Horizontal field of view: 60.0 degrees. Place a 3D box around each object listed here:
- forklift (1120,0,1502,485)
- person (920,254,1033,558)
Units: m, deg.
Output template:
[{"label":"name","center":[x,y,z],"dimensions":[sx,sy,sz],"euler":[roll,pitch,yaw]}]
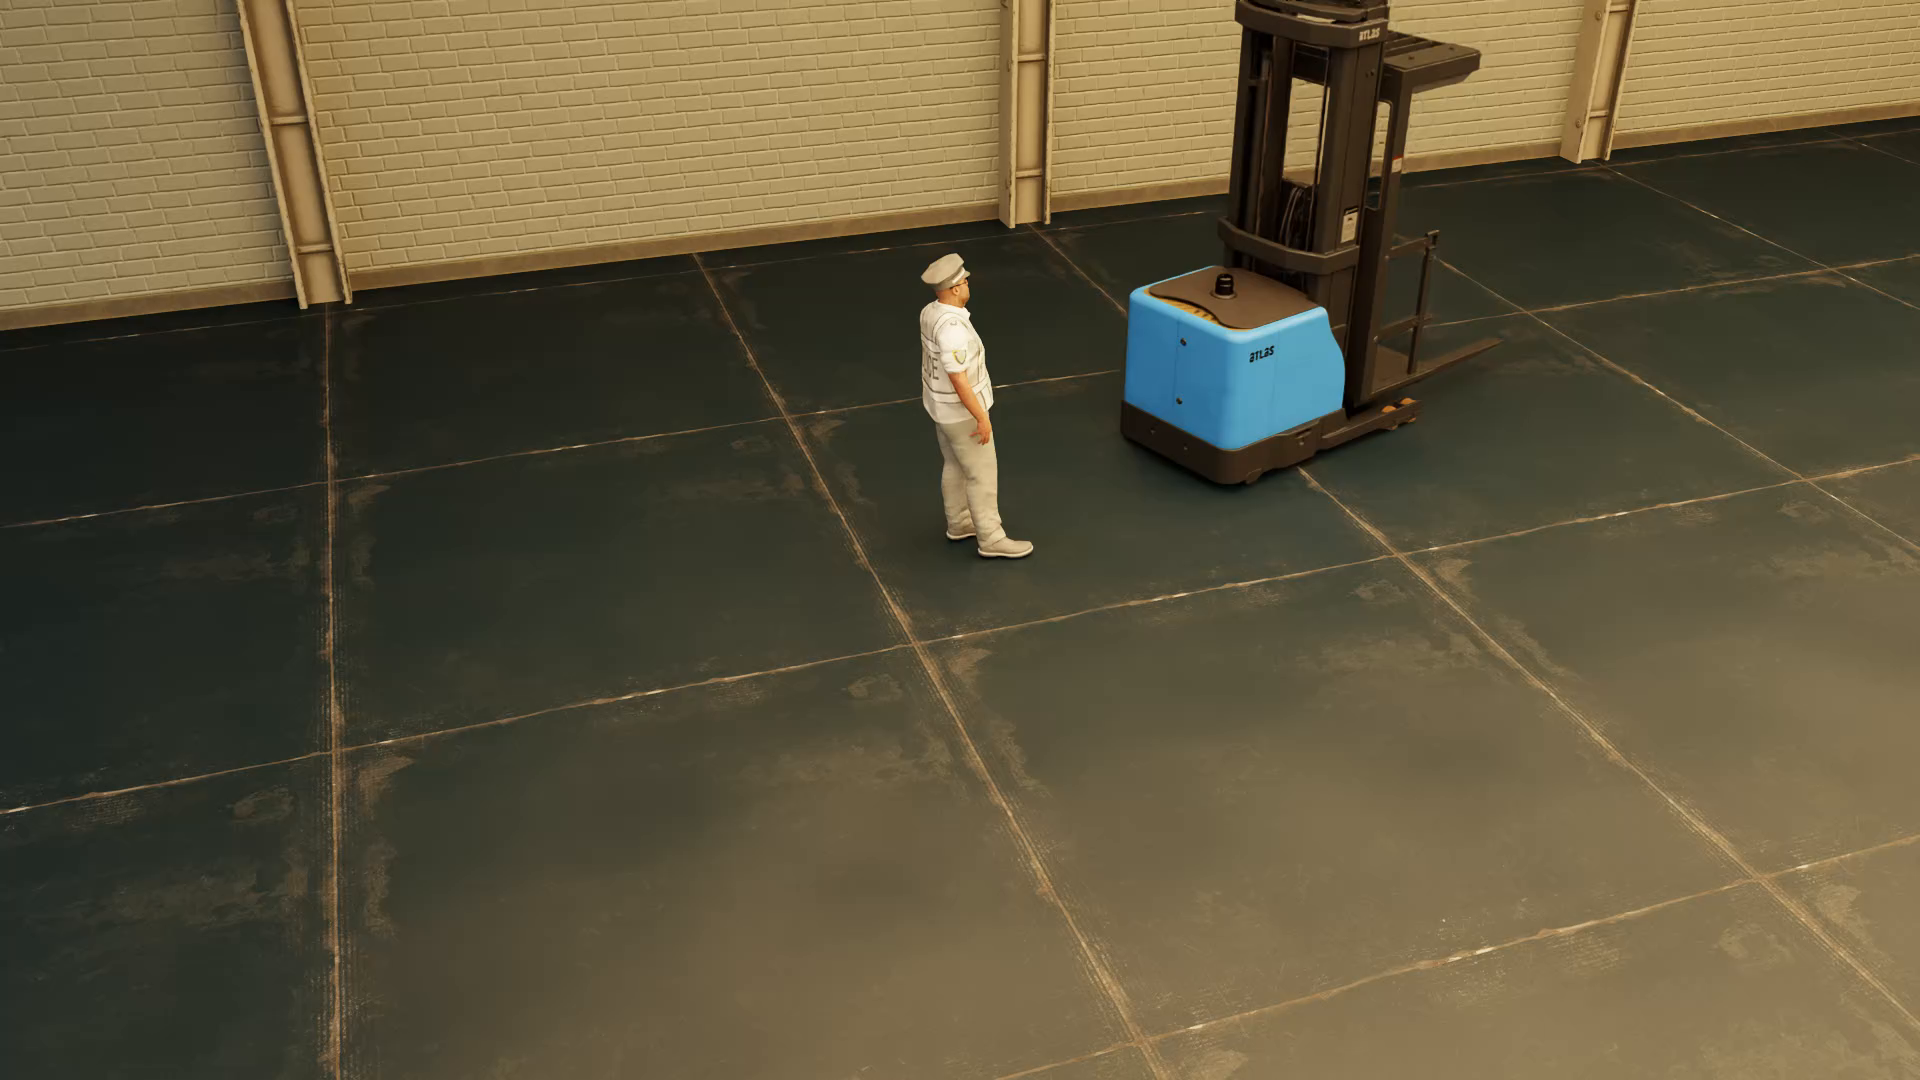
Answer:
[{"label":"forklift","center":[2.549,-2.204,10.917],"dimensions":[3.031,2.935,1.130],"euler":[-21,36,-32]},{"label":"person","center":[0.078,-0.786,9.590],"dimensions":[0.574,1.779,0.641],"euler":[-10,31,-16]}]
